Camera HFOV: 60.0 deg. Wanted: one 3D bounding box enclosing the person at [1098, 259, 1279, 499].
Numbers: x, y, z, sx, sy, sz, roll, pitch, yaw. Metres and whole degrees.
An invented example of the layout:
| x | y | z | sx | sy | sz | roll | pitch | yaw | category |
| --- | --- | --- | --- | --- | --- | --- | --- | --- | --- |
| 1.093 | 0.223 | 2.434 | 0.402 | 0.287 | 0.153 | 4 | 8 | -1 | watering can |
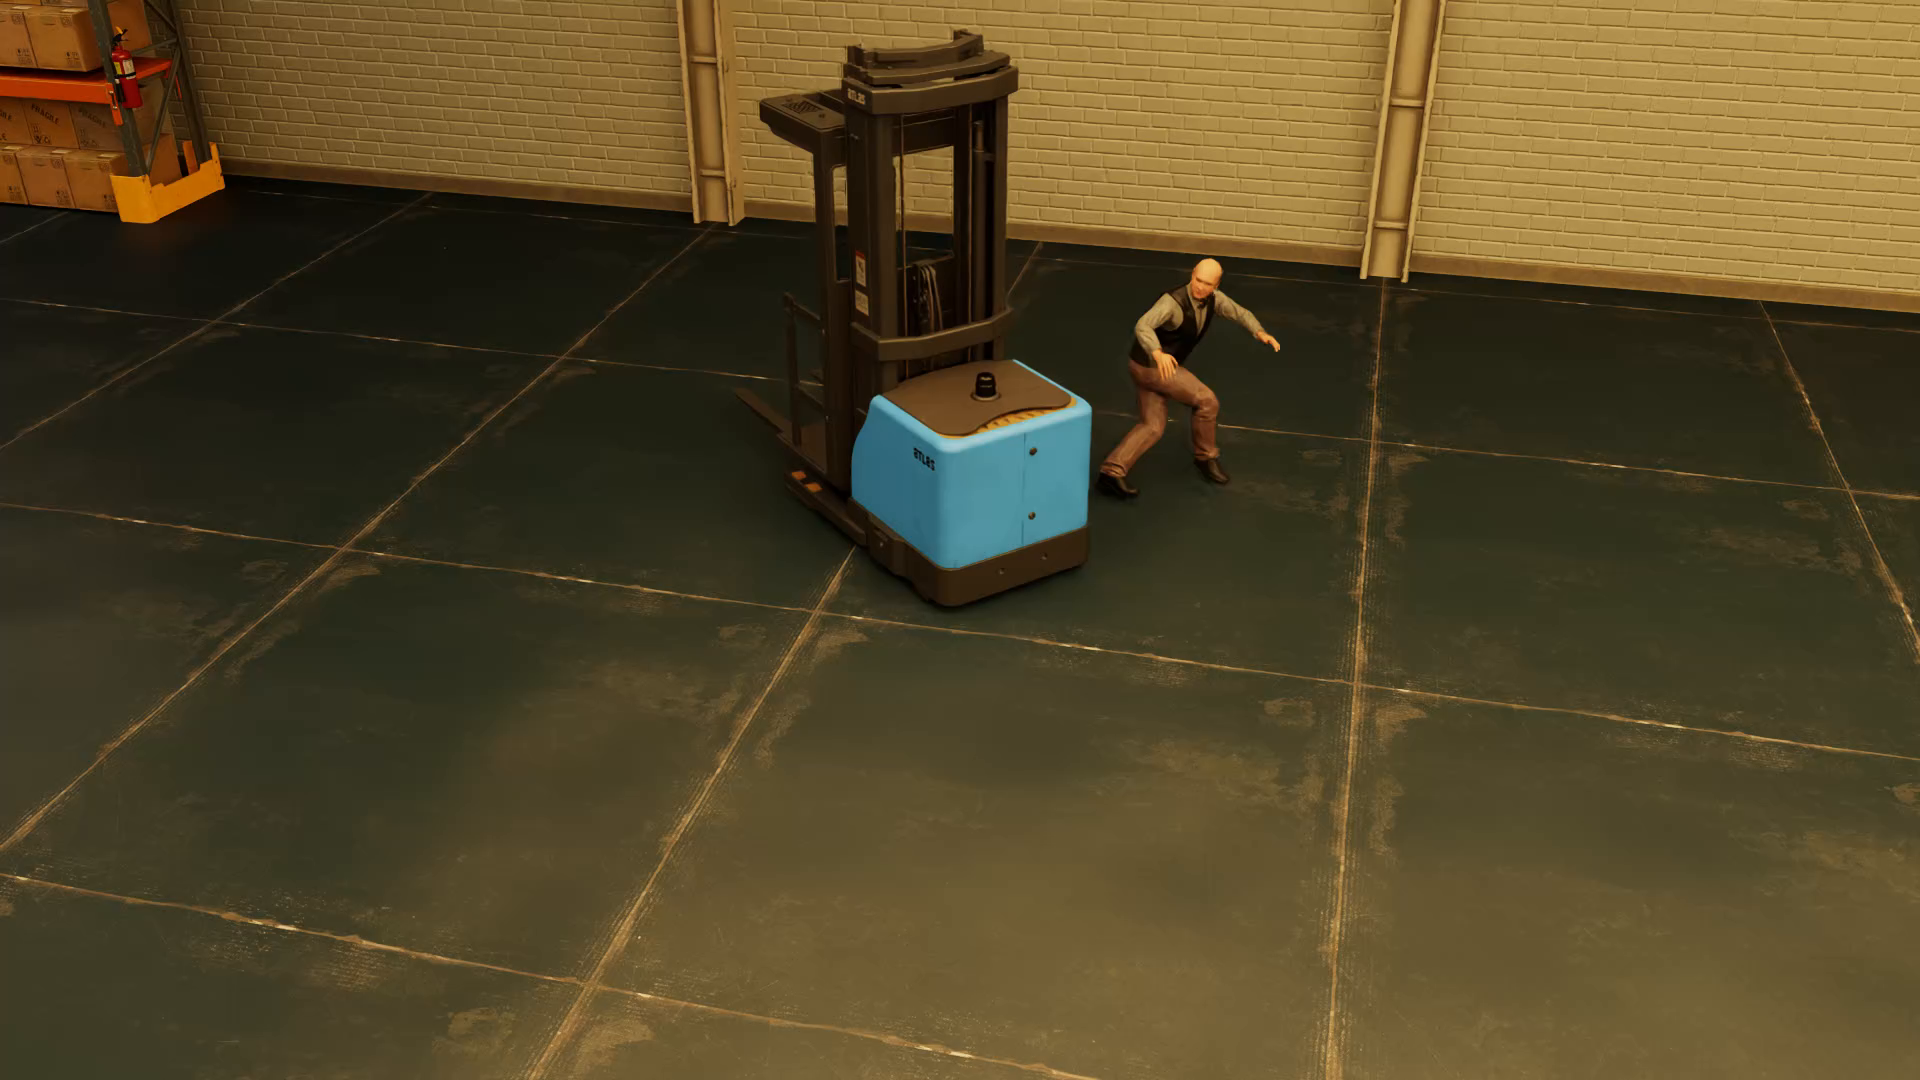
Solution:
| x | y | z | sx | sy | sz | roll | pitch | yaw | category |
| --- | --- | --- | --- | --- | --- | --- | --- | --- | --- |
| 1.451 | -1.008 | 10.420 | 1.003 | 1.495 | 0.943 | 10 | 31 | 17 | person |

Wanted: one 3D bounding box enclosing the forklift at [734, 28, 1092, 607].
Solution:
| x | y | z | sx | sy | sz | roll | pitch | yaw | category |
| --- | --- | --- | --- | --- | --- | --- | --- | --- | --- |
| -0.466 | -1.585 | 9.967 | 1.130 | 2.935 | 3.031 | -18 | 34 | -28 | forklift |
